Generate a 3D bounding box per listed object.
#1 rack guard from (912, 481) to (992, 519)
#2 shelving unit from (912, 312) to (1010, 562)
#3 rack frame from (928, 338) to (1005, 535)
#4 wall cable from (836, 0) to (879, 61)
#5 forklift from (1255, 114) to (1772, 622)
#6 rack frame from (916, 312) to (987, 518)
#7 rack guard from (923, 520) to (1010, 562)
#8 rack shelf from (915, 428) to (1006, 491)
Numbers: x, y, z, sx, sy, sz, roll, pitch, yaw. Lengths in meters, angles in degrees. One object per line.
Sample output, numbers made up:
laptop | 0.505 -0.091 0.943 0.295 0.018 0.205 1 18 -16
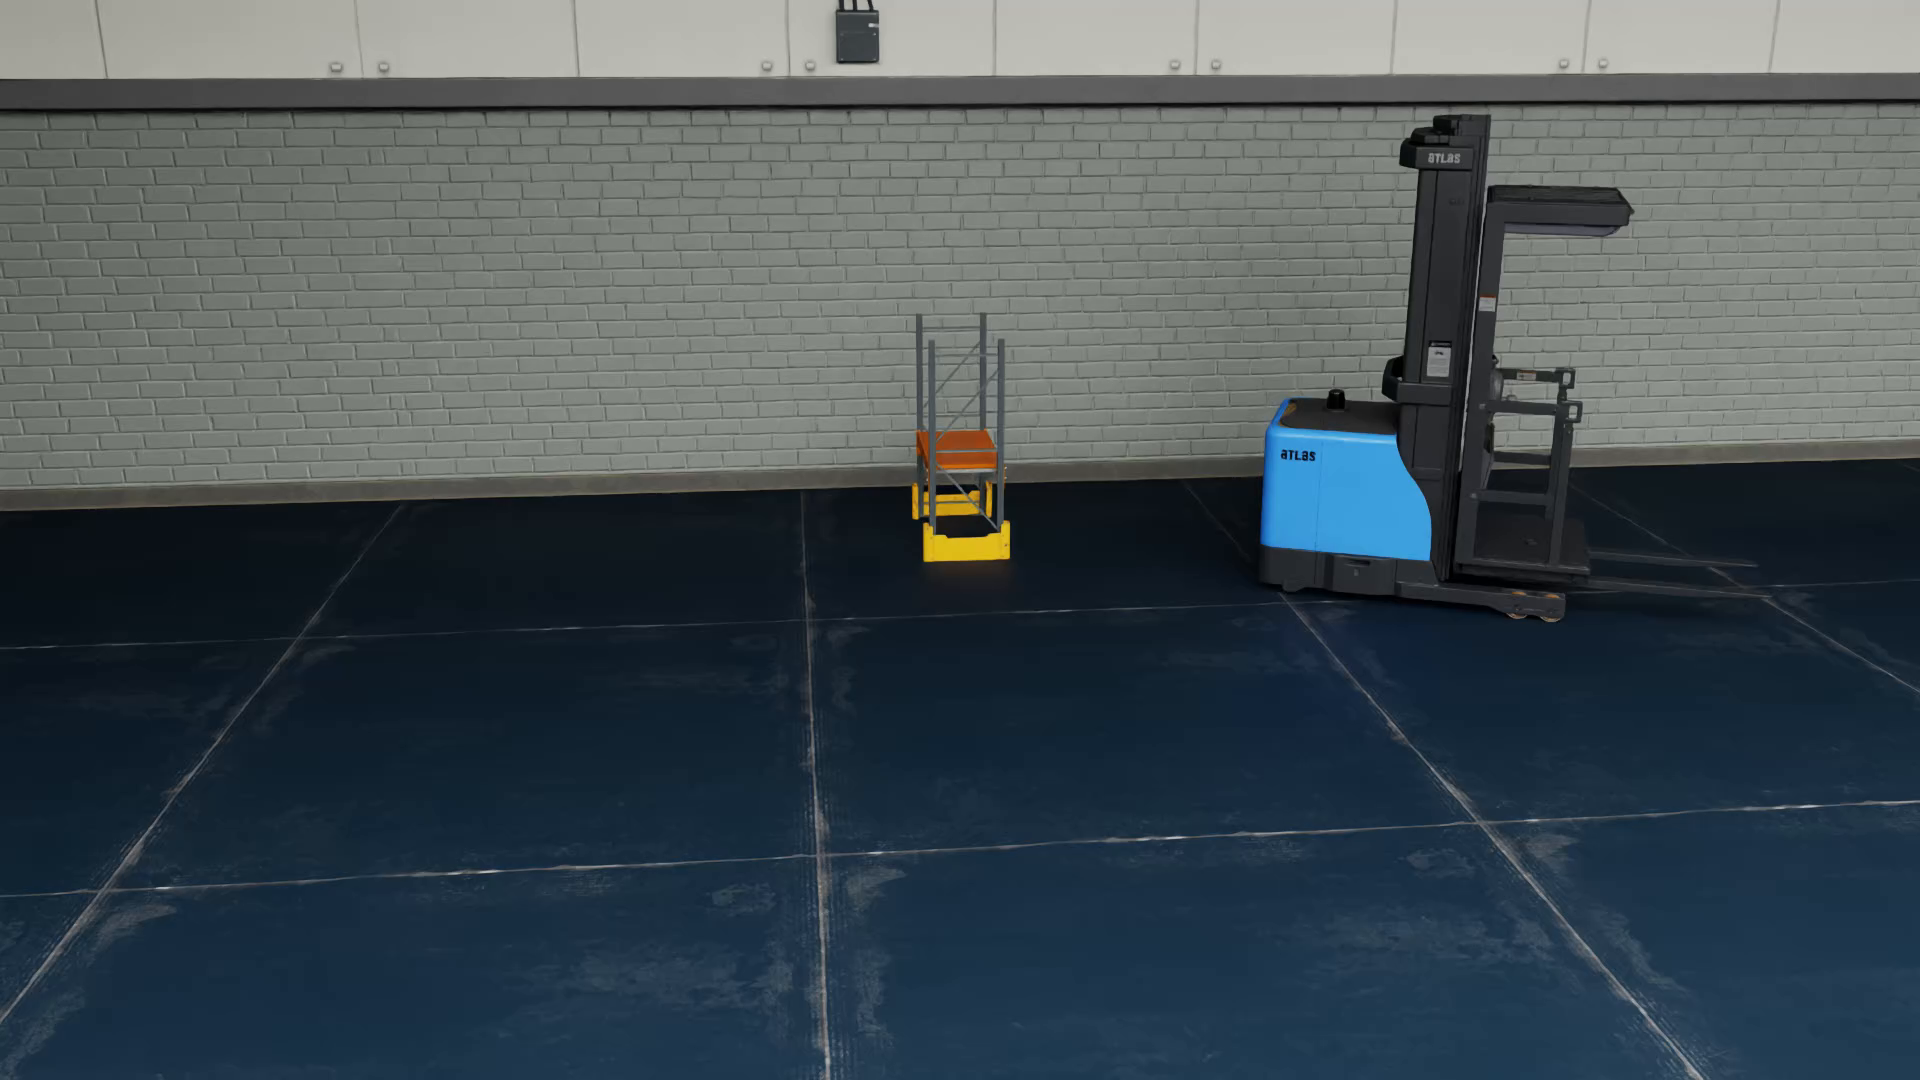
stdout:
rack guard | -0.059 -0.290 12.185 0.587 0.250 0.087 -2 18 -6
shelving unit | -0.008 -0.738 11.525 0.587 1.500 1.083 -2 18 -6
rack frame | 0.044 -0.590 11.051 0.500 1.500 0.032 -2 18 -6
wall cable | 0.261 -6.347 11.194 2.305 6.003 0.169 -2 18 -6
forklift | 3.469 -1.078 10.217 3.031 2.935 1.130 5 18 16
rack frame | -0.061 -0.892 12.016 0.500 1.500 0.032 -2 18 -6
rack guard | 0.044 0.006 11.239 0.587 0.250 0.087 -2 18 -6
rack shelf | -0.009 -0.569 11.587 0.538 0.185 1.000 -2 18 -6
